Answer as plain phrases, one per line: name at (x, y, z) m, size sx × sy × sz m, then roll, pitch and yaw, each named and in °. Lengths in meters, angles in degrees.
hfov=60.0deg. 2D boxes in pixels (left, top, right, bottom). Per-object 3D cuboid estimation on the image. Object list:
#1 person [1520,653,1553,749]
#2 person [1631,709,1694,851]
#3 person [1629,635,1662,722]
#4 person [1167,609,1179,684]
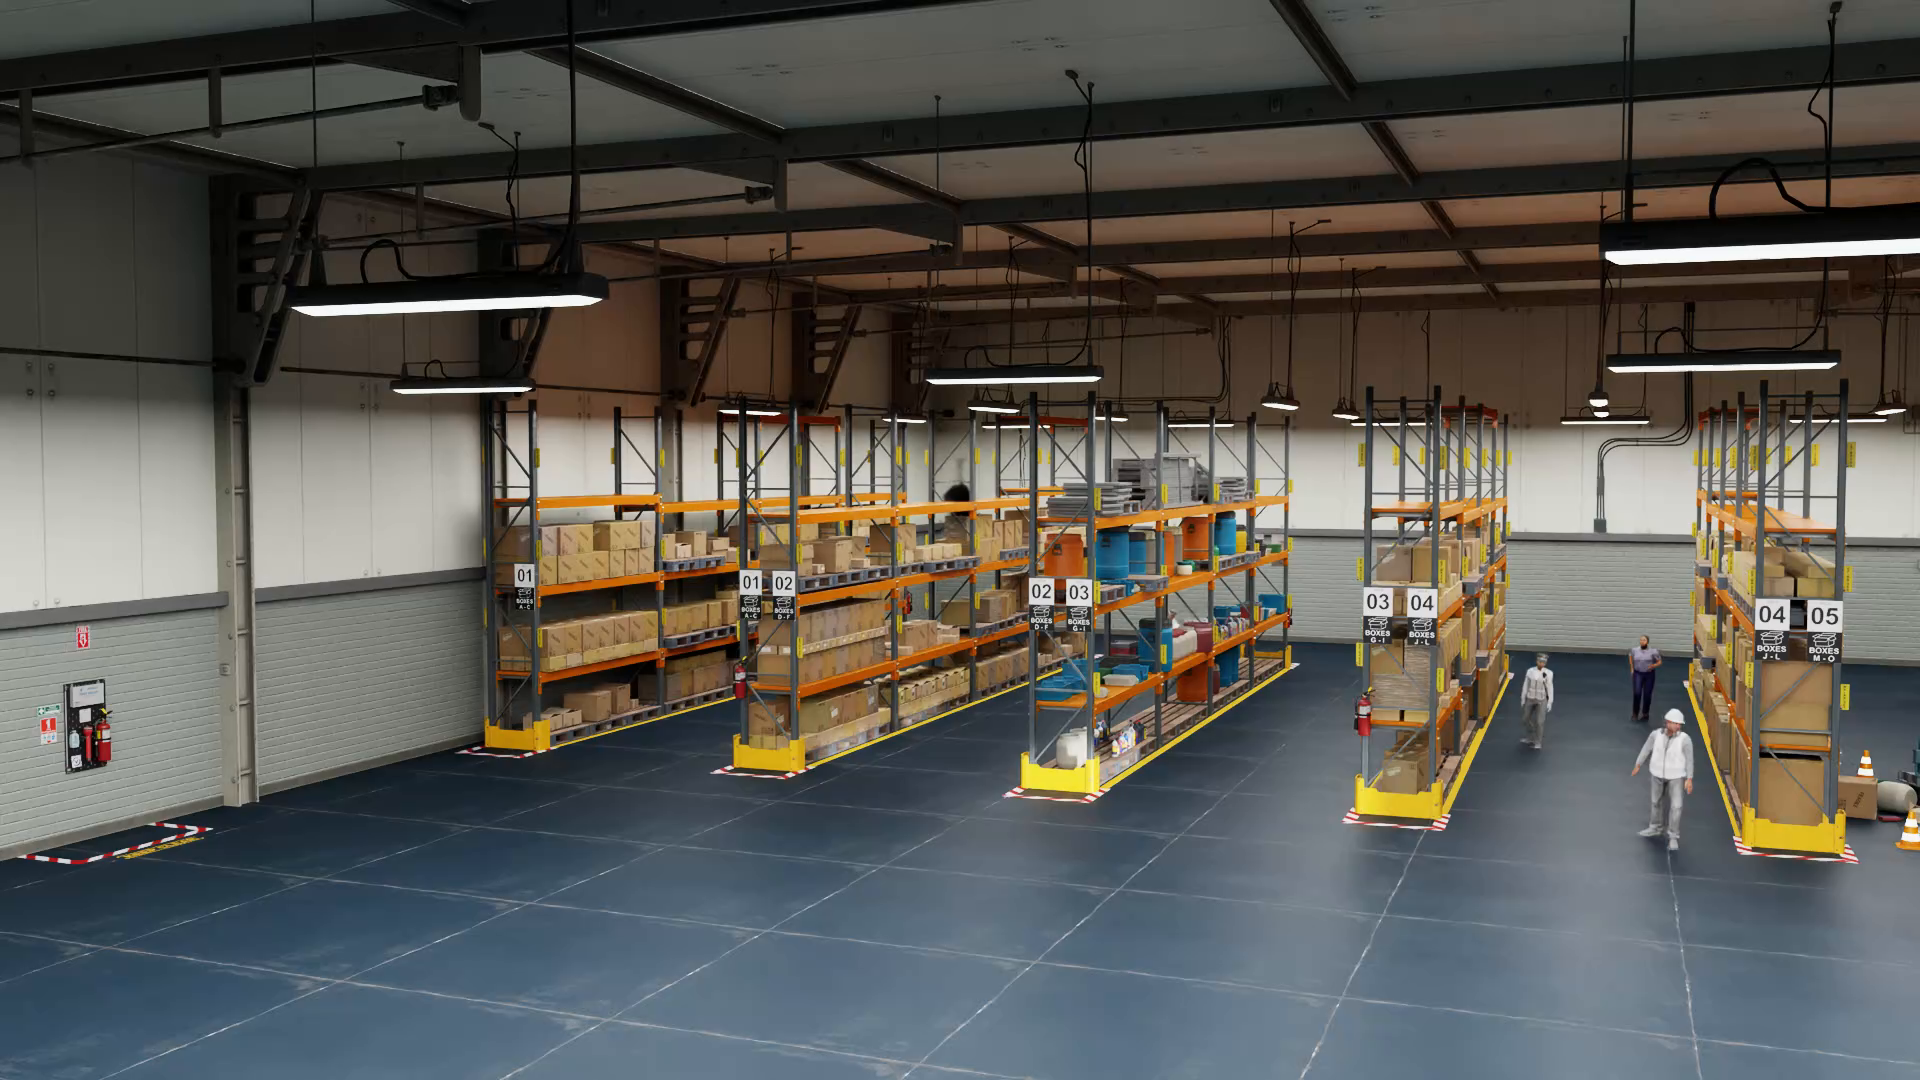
person at (9.945, 2.761, 28.680) m, size 0.587 × 1.645 × 0.477 m, roll 2°, pitch 3°, yaw 35°
person at (9.108, 3.062, 21.559) m, size 0.737 × 1.768 × 0.709 m, roll 2°, pitch 4°, yaw 39°
person at (13.003, 2.643, 31.561) m, size 0.582 × 1.671 × 0.714 m, roll 1°, pitch 3°, yaw 21°
person at (4.765, 2.364, 36.930) m, size 0.672 × 1.715 × 0.792 m, roll -1°, pitch 3°, yaw -22°
